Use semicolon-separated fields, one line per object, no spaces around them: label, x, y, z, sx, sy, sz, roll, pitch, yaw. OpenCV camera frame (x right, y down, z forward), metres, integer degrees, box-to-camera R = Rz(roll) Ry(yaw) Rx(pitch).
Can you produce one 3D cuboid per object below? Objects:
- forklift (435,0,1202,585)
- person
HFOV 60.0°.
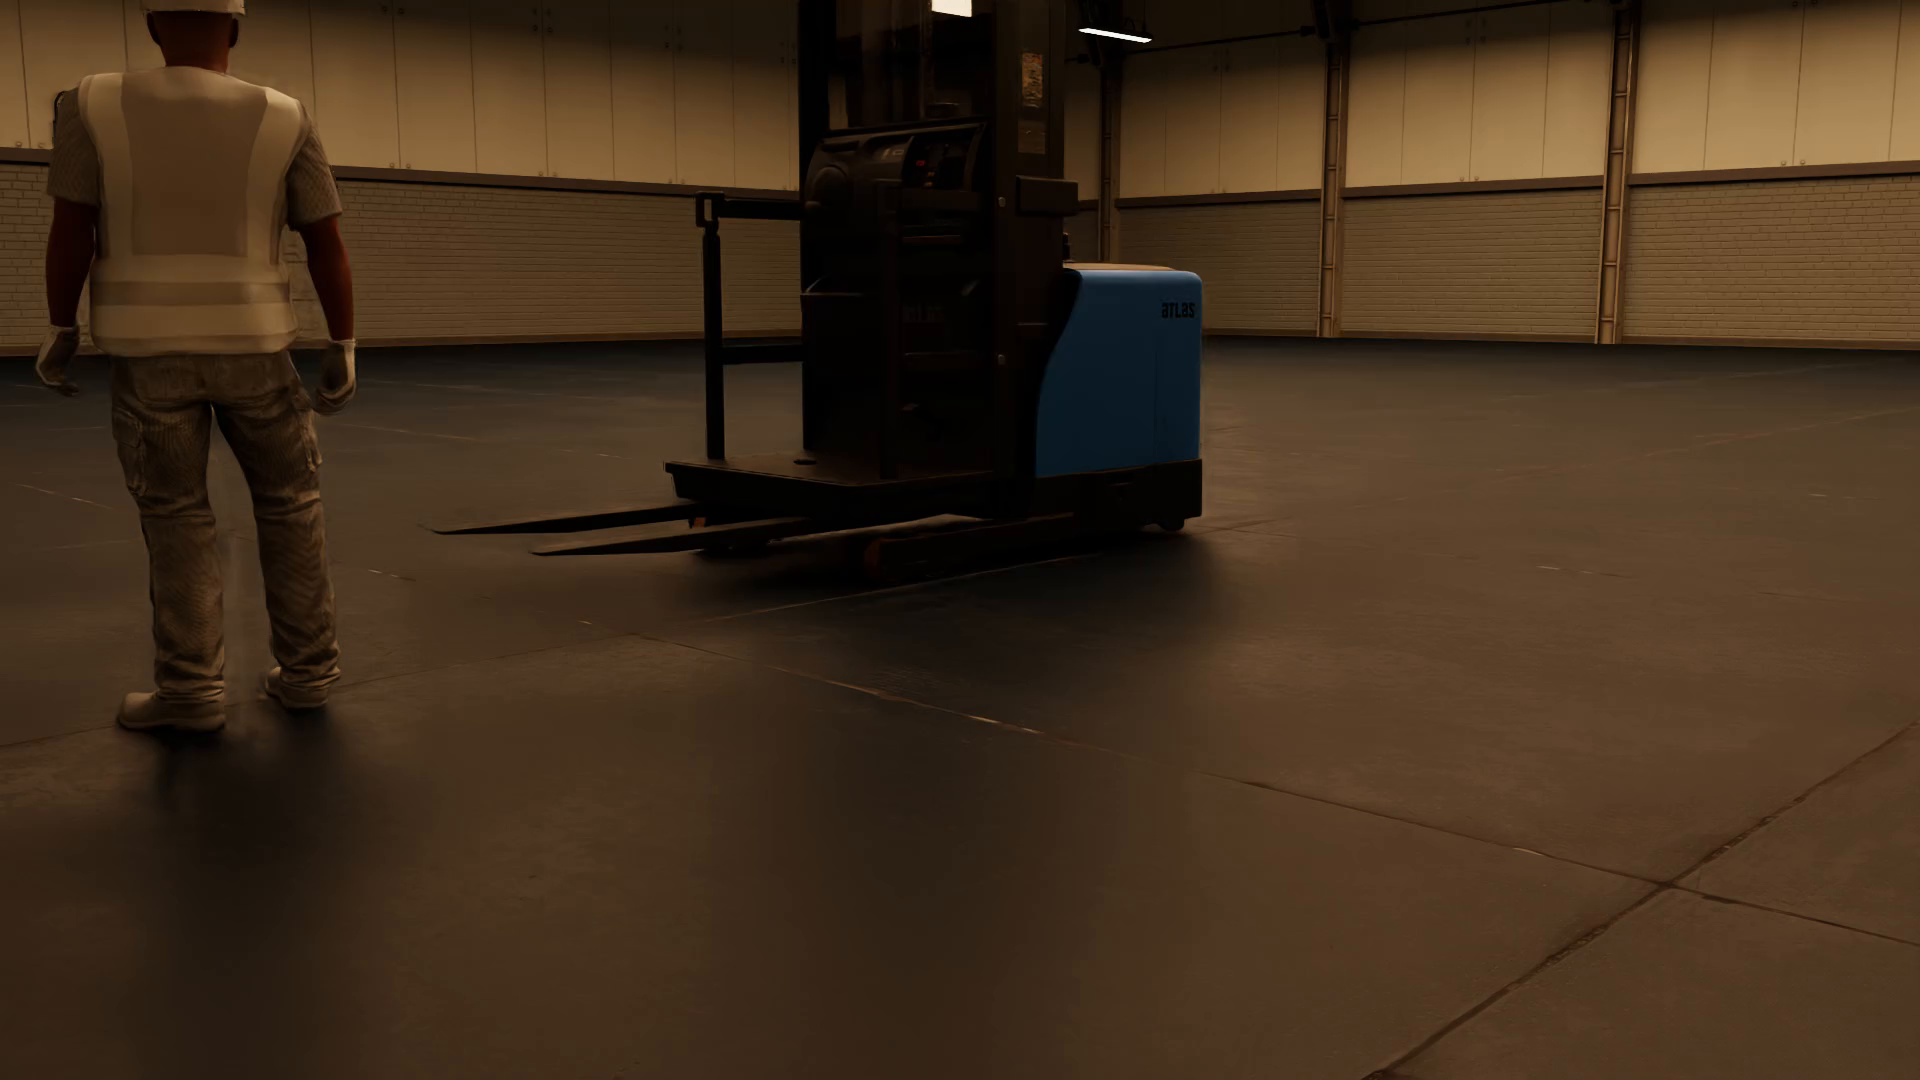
forklift;-0.400;-1.381;6.042;3.031;2.935;1.130;-8;12;-44
person;-1.774;-0.443;3.871;0.670;1.779;0.483;-4;10;-26
